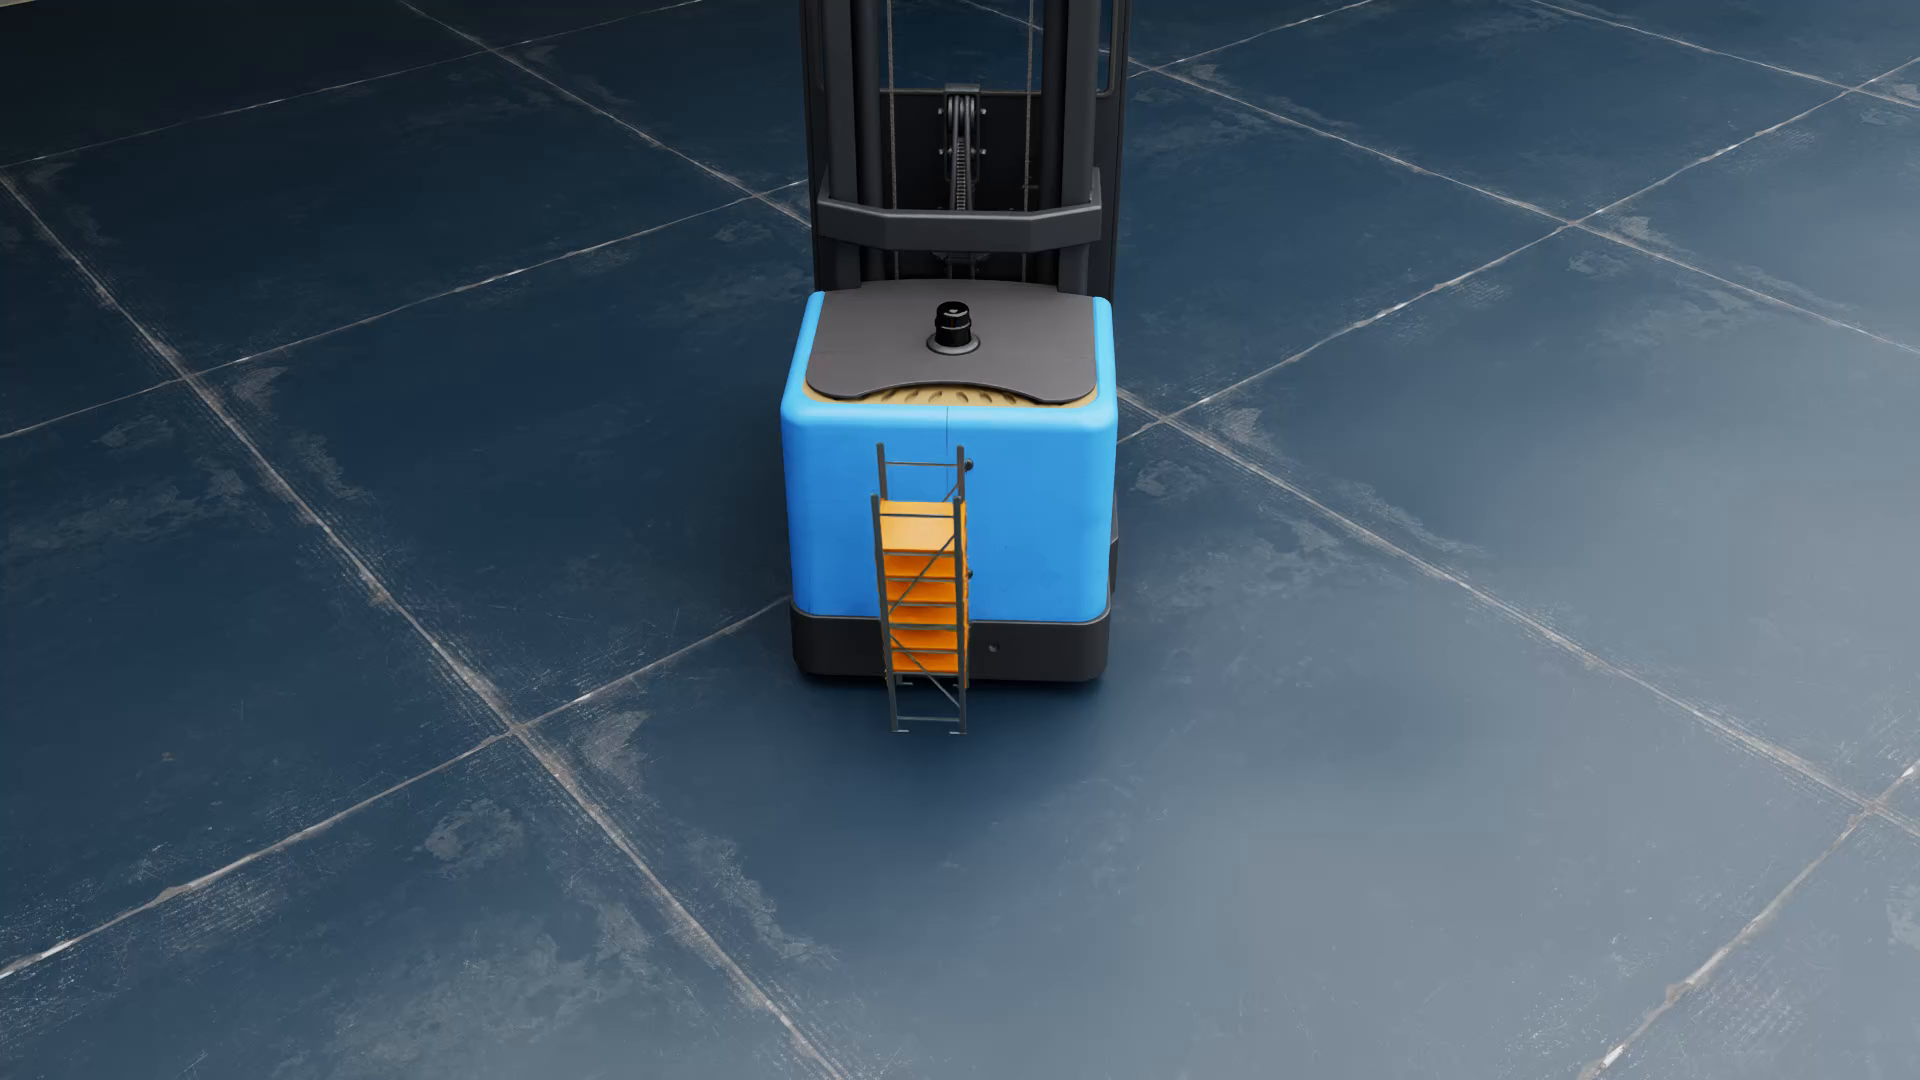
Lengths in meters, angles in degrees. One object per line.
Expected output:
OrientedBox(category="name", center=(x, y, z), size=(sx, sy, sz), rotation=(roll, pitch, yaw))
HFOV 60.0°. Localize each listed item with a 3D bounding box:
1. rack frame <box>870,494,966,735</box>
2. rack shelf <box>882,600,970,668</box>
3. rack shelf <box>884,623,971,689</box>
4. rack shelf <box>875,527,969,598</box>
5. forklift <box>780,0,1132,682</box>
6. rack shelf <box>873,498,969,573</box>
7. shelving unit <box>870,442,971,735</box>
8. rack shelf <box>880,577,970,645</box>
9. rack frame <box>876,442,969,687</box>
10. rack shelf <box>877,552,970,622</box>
OrientedBox(category="rack frame", center=(-0.109, 0.253, 4.895), size=(0.240, 1.200, 0.006), rotation=(2, 52, 3))
OrientedBox(category="rack shelf", center=(-0.102, 0.282, 5.081), size=(0.258, 0.103, 0.180), rotation=(2, 52, 3))
OrientedBox(category="rack shelf", center=(-0.100, 0.356, 5.175), size=(0.258, 0.103, 0.180), rotation=(2, 52, 3))
OrientedBox(category="rack shelf", center=(-0.107, 0.060, 4.797), size=(0.258, 0.103, 0.180), rotation=(2, 52, 3))
OrientedBox(category="forklift", center=(0.028, -1.555, 5.910), size=(1.130, 2.935, 3.031), rotation=(1, 35, 2))
OrientedBox(category="rack shelf", center=(-0.109, -0.014, 4.702), size=(0.258, 0.103, 0.180), rotation=(2, 52, 3))
OrientedBox(category="shelving unit", center=(-0.104, 0.181, 4.951), size=(0.258, 1.200, 0.189), rotation=(2, 52, 3))
OrientedBox(category="rack shelf", center=(-0.104, 0.208, 4.986), size=(0.258, 0.103, 0.180), rotation=(2, 52, 3))
OrientedBox(category="rack frame", center=(-0.099, 0.109, 5.007), size=(0.240, 1.200, 0.006), rotation=(2, 52, 3))
OrientedBox(category="rack shelf", center=(-0.105, 0.134, 4.892), size=(0.258, 0.103, 0.180), rotation=(2, 52, 3))
